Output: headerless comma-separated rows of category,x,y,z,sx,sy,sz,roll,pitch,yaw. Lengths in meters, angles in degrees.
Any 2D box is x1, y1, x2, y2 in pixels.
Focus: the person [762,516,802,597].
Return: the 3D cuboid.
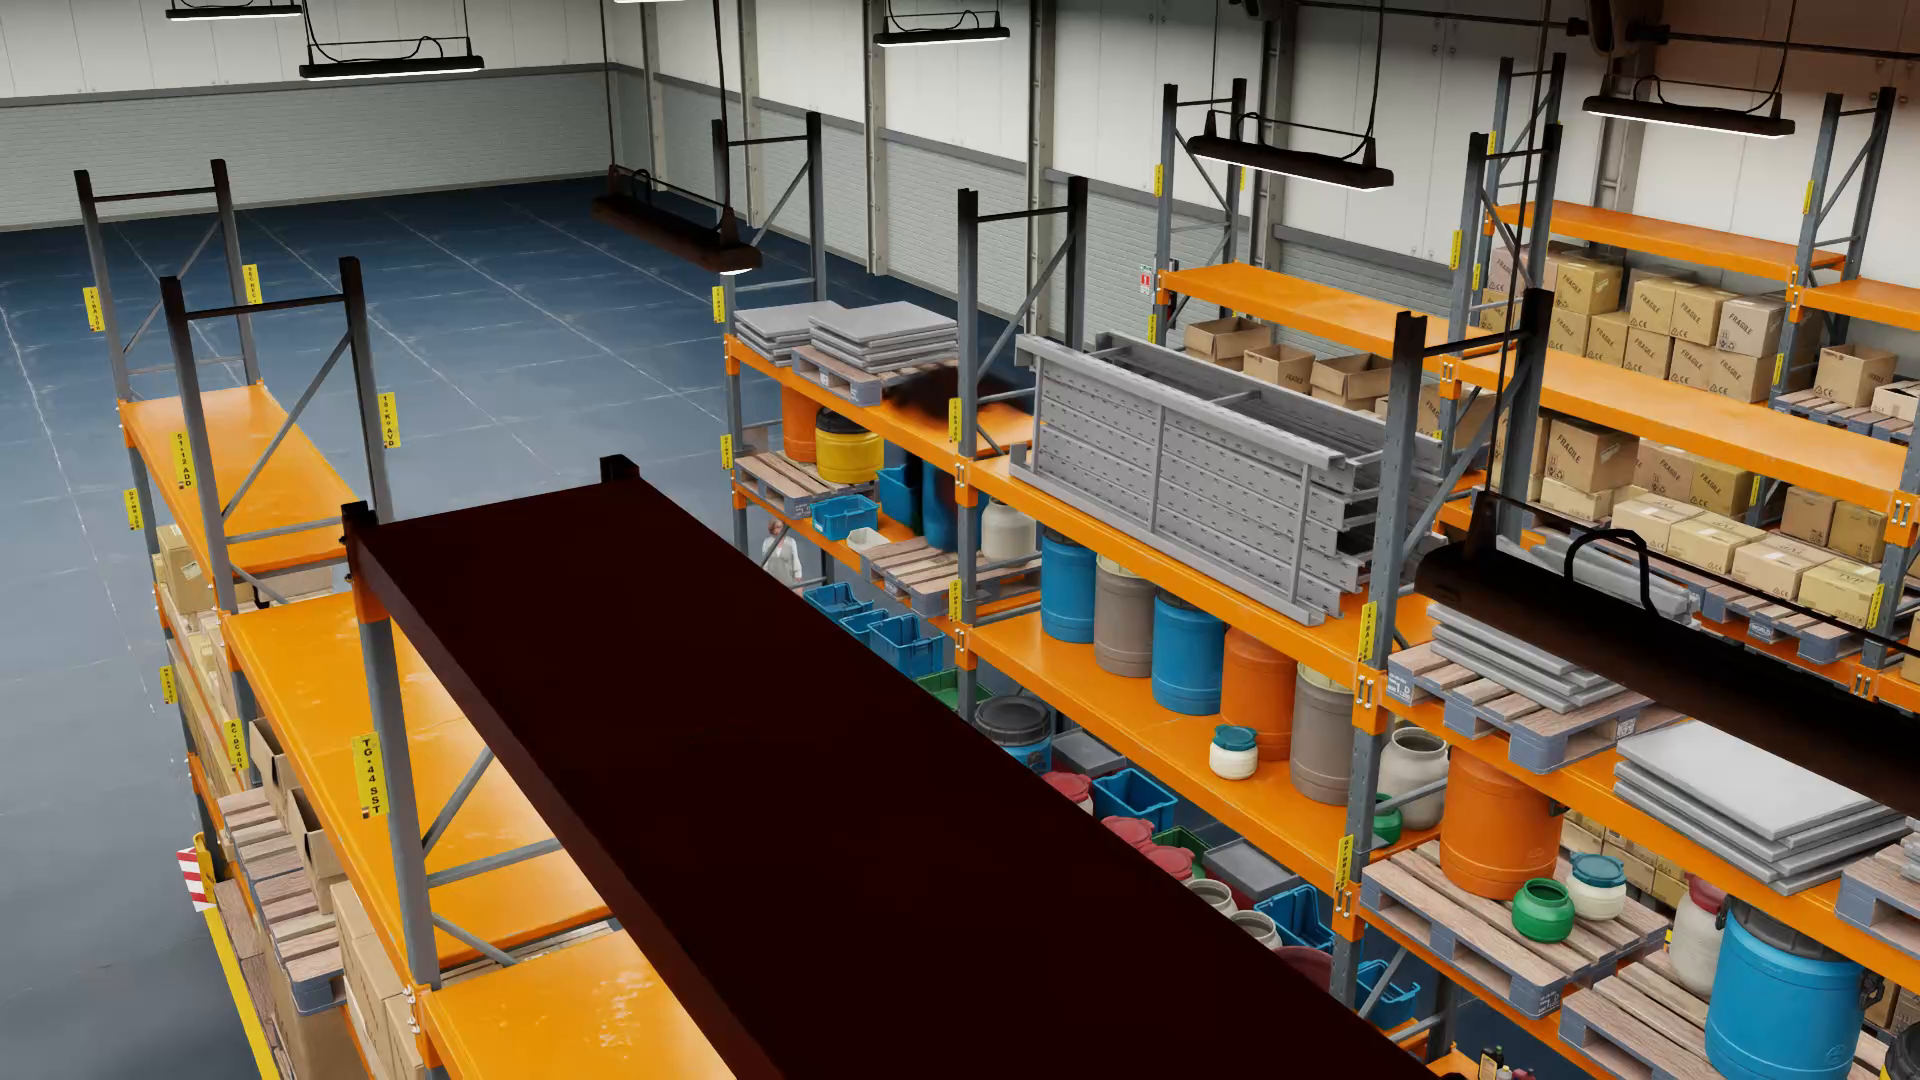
person,-1.931,0.527,18.004,0.458,1.571,0.479,5,22,12
